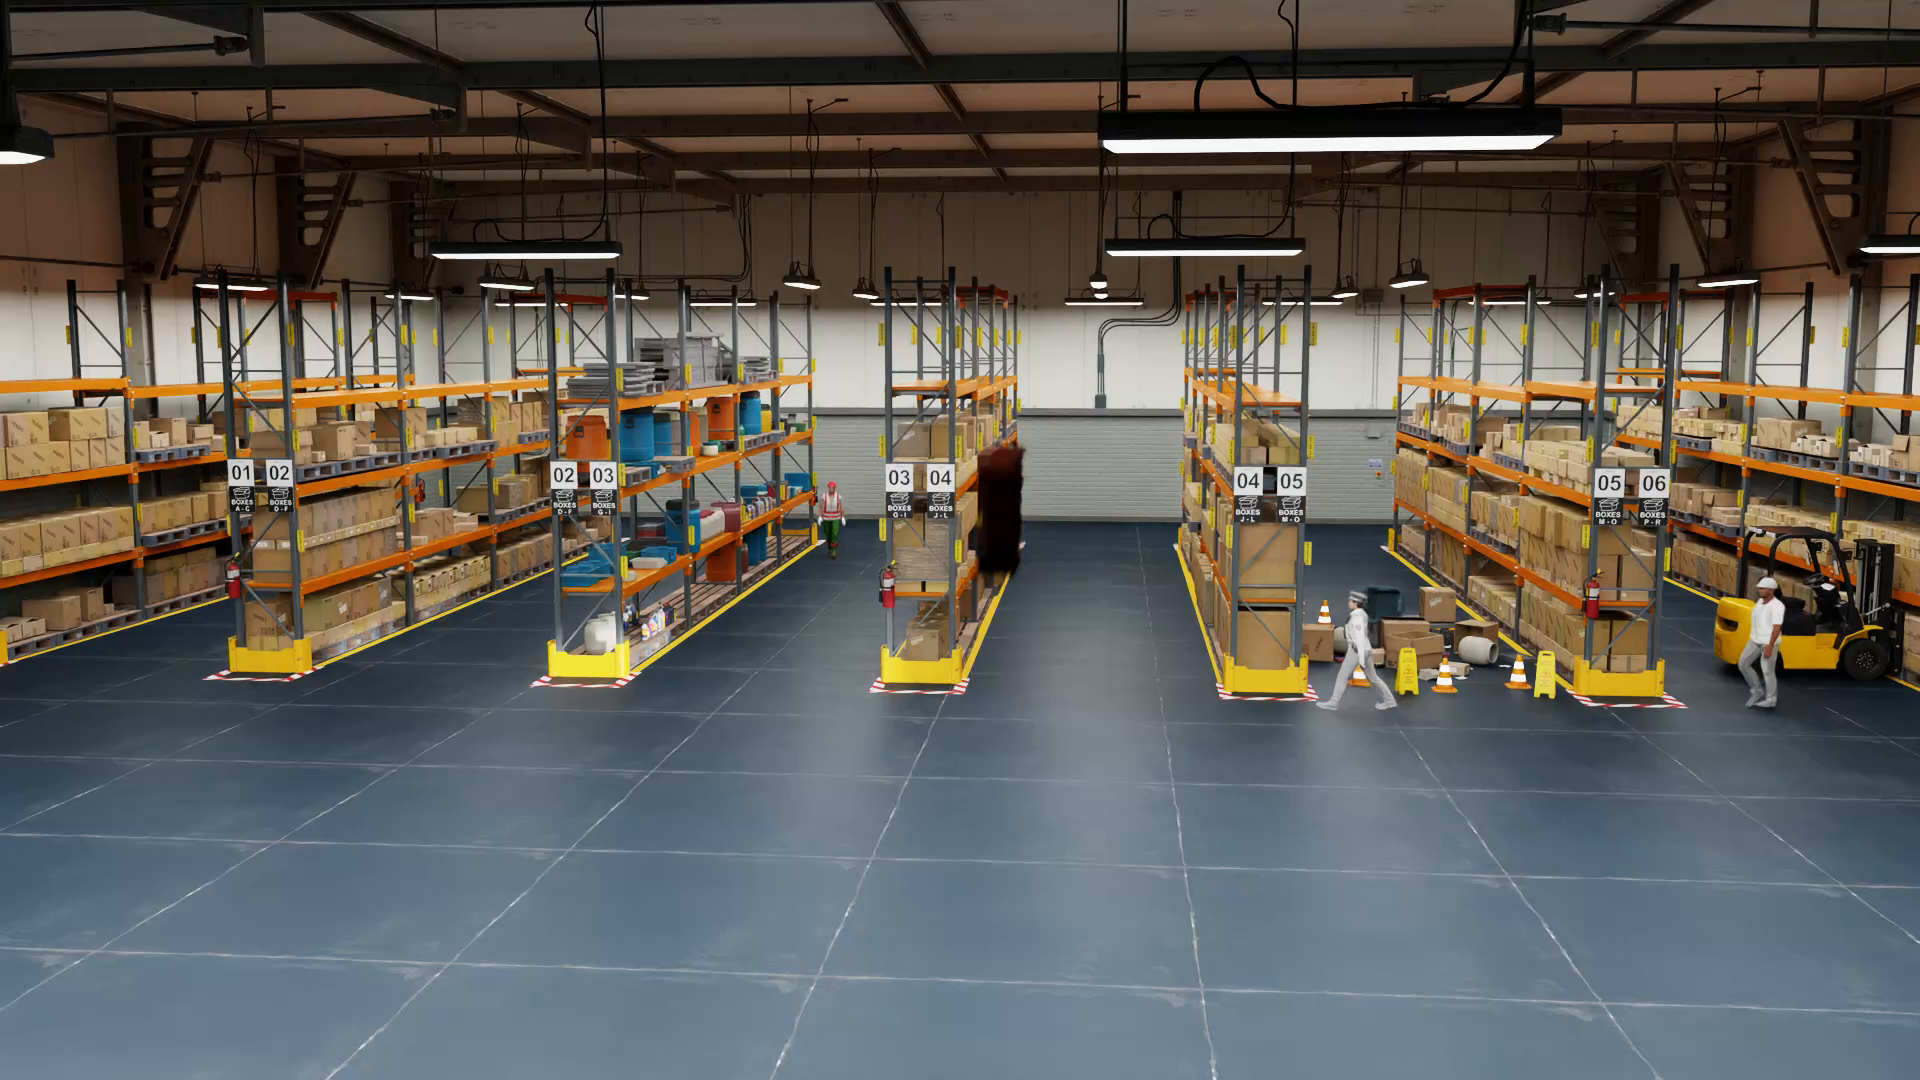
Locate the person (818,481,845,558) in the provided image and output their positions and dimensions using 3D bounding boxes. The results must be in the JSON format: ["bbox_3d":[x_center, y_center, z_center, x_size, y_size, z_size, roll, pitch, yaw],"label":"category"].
[{"bbox_3d":[-2.937,-0.476,37.940,0.589,1.731,1.098,0,7,2],"label":"person"}]

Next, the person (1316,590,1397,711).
[{"bbox_3d":[5.326,1.490,22.250,1.043,1.621,0.496,3,7,20],"label":"person"}]

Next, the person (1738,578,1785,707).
[{"bbox_3d":[10.848,1.404,22.451,0.489,1.799,0.580,-2,7,-19],"label":"person"}]
